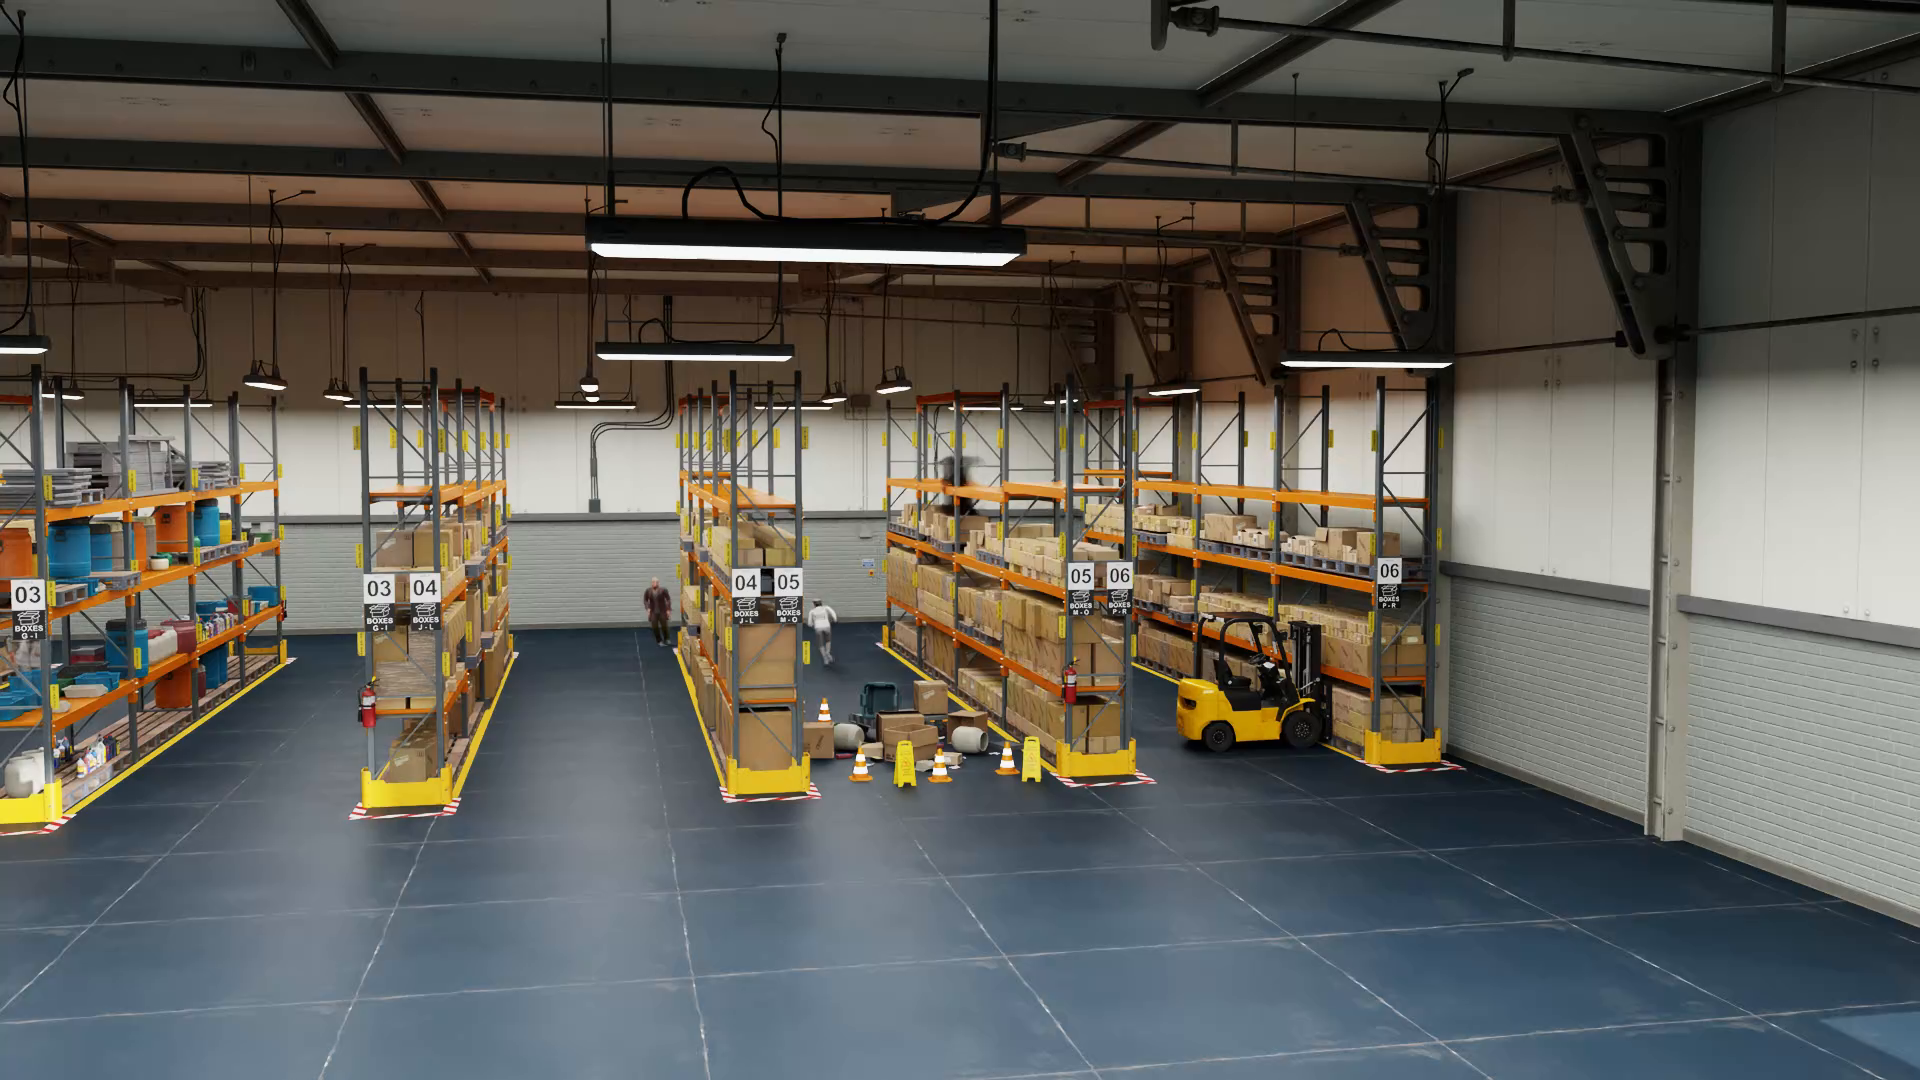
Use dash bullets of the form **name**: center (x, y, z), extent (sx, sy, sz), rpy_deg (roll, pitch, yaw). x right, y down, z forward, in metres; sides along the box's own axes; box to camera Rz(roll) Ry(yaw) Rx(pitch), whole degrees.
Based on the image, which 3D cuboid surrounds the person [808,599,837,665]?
- **person**: center (-3.100, 2.056, 37.334), extent (0.621, 1.426, 0.946), rpy_deg (0, 3, -8)

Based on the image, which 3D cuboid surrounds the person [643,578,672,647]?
- **person**: center (-7.357, 1.749, 40.475), extent (0.685, 1.706, 0.759), rpy_deg (0, 3, -2)

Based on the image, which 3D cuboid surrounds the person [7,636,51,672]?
- **person**: center (-17.285, 2.356, 30.901), extent (0.706, 1.717, 0.995), rpy_deg (-2, 4, -27)
